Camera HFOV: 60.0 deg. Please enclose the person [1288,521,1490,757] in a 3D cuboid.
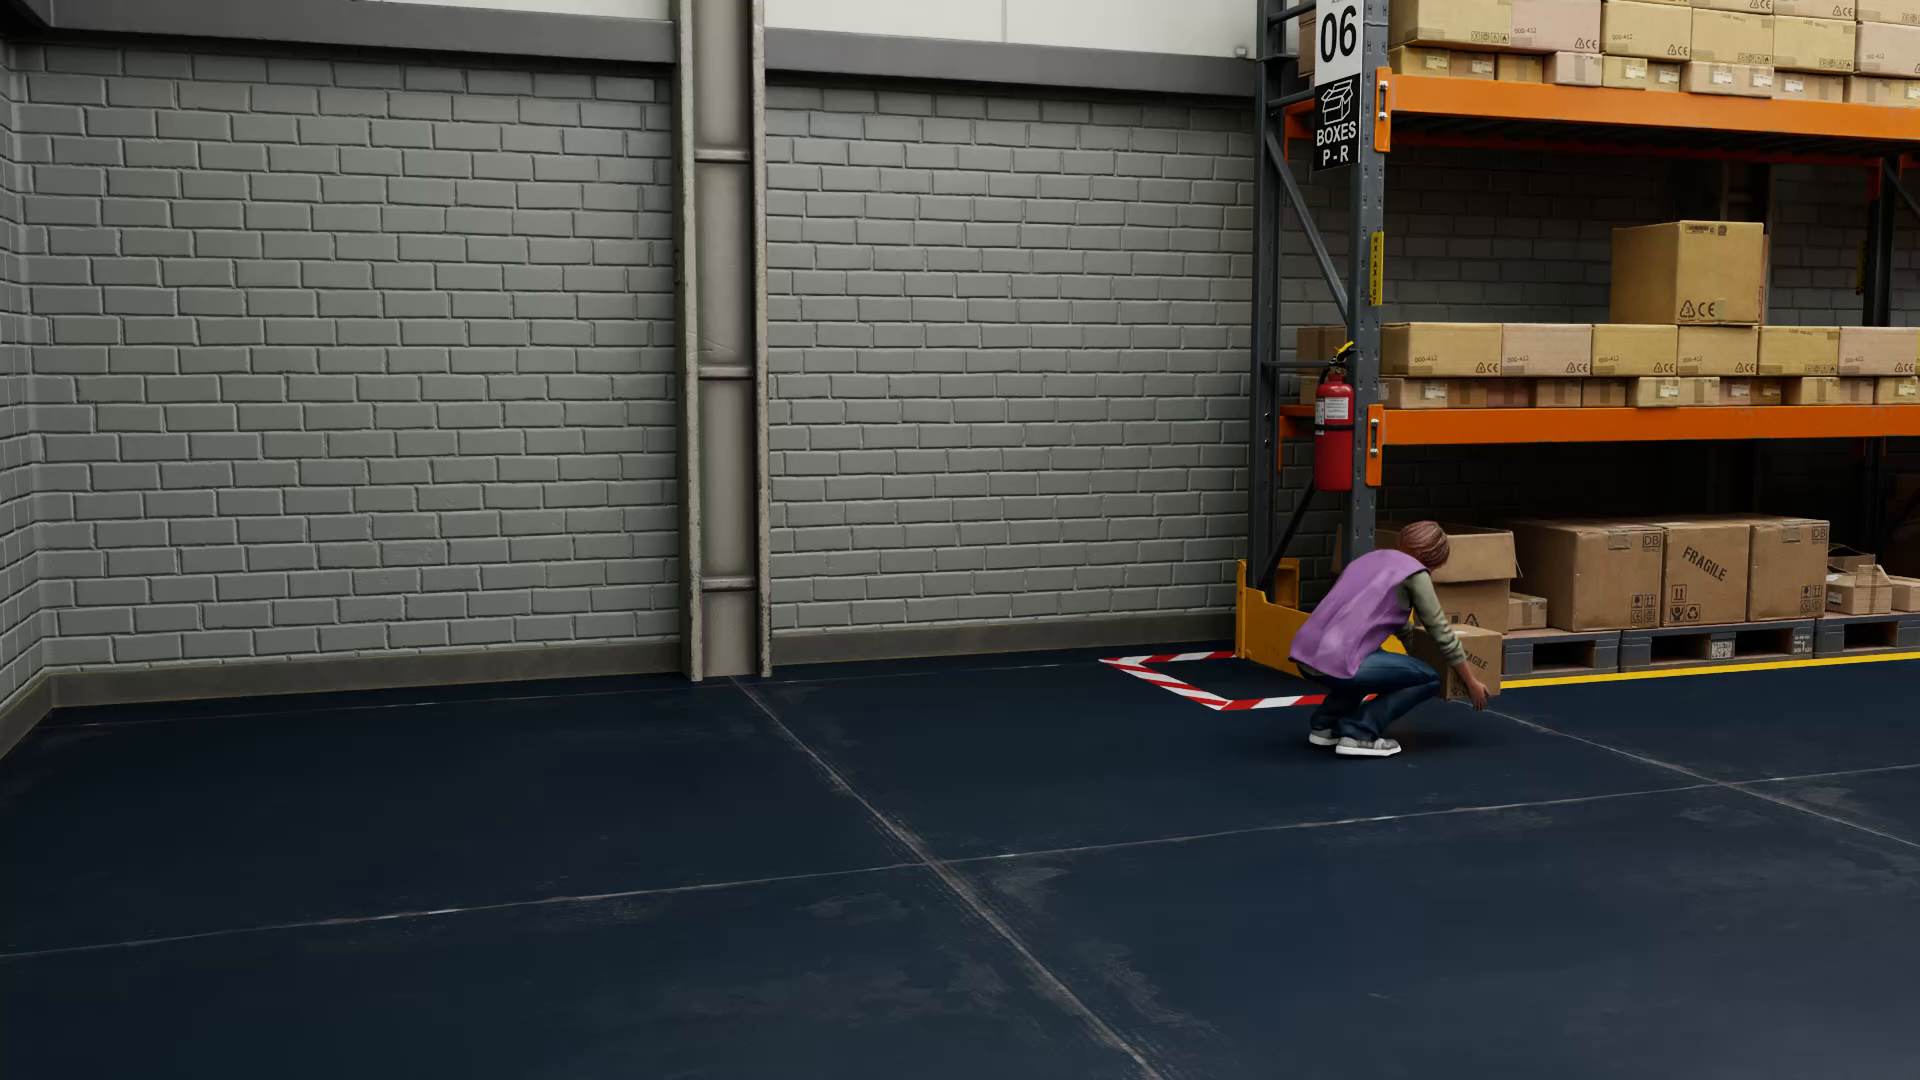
[{"bbox_3d":[1.673,0.388,6.542,0.808,0.882,0.446,-2,6,-19],"label":"person"}]
